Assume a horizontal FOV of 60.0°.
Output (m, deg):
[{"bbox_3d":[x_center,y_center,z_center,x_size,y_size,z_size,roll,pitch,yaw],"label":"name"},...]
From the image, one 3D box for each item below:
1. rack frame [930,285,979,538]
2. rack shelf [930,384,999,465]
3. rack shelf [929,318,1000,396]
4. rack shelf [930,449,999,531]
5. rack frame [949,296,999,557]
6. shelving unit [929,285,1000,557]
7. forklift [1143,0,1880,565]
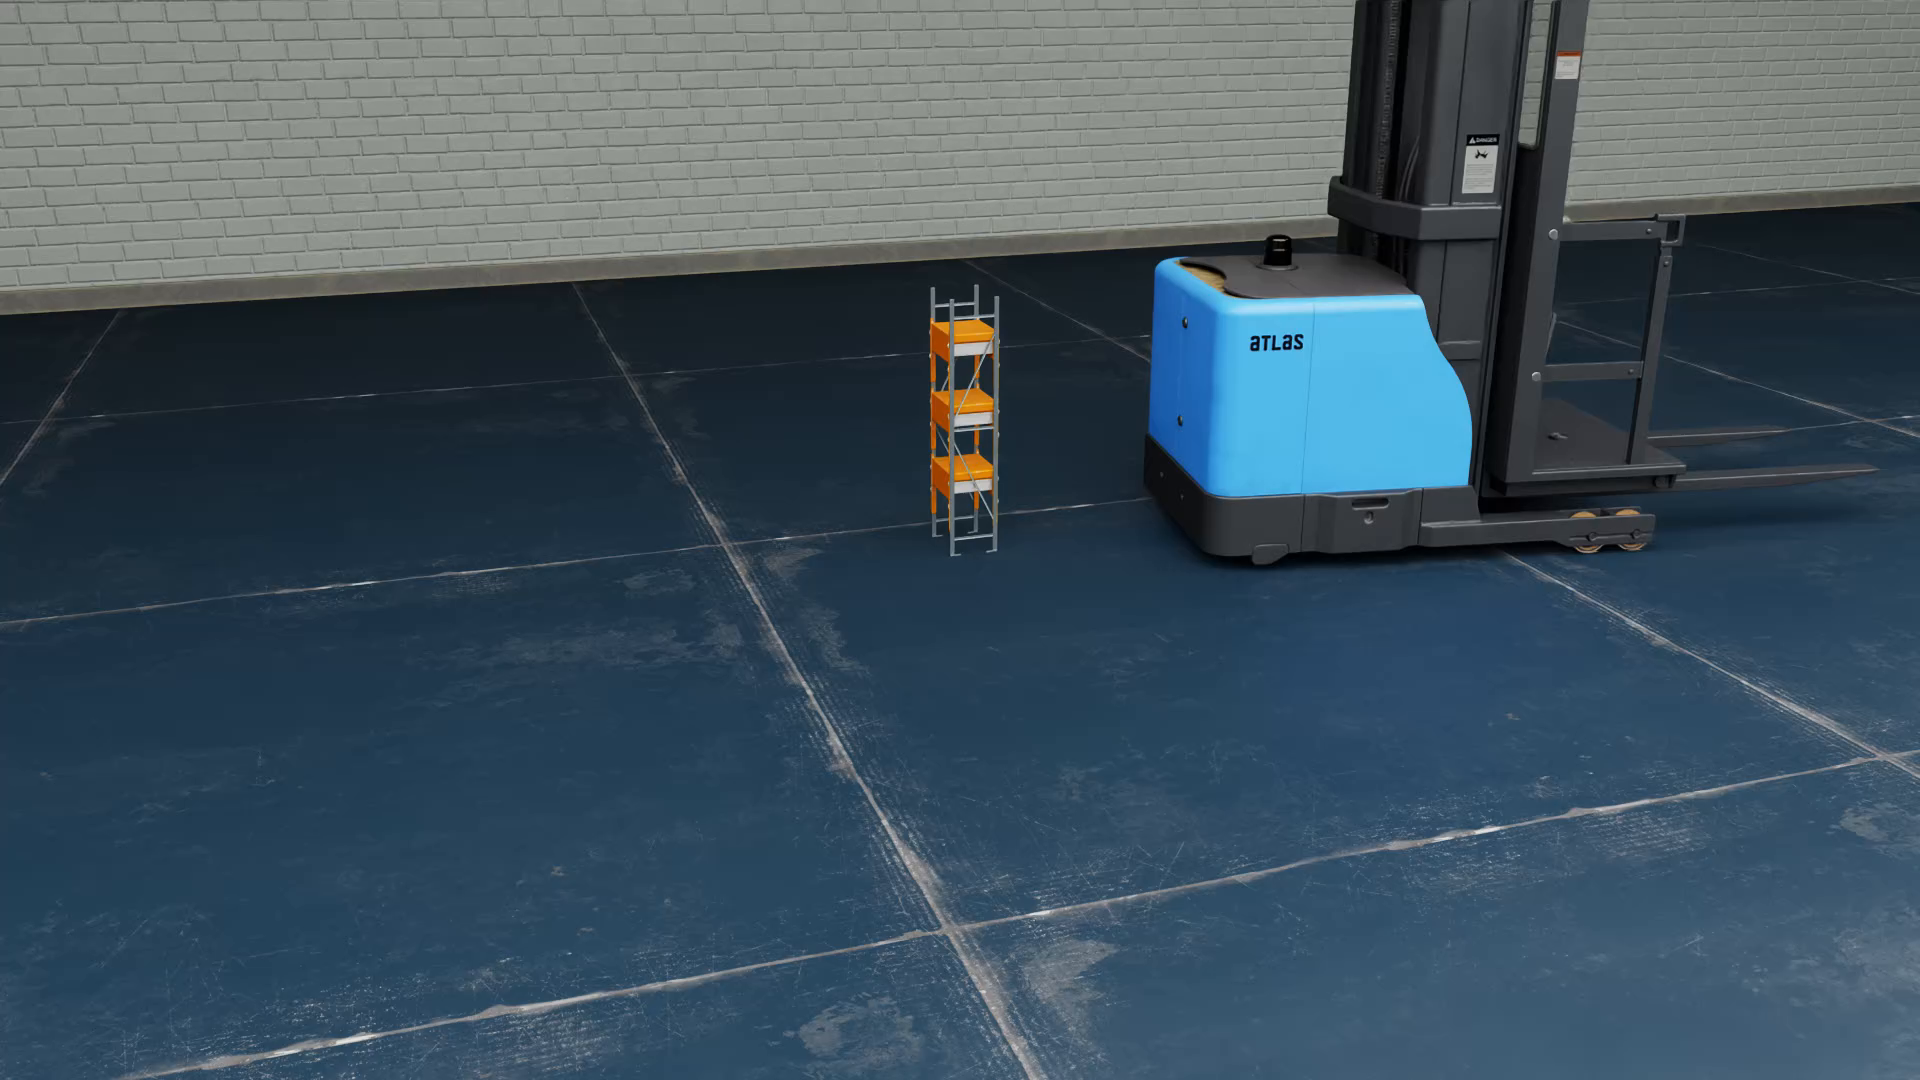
[{"bbox_3d":[-0.022,-0.516,6.800,0.200,1.050,0.008,-6,21,-17],"label":"rack frame"},{"bbox_3d":[0.017,-0.467,6.695,0.215,0.259,0.240,-6,21,-17],"label":"rack shelf"},{"bbox_3d":[0.017,-0.734,6.599,0.215,0.259,0.240,-6,21,-17],"label":"rack shelf"},{"bbox_3d":[0.017,-0.205,6.789,0.215,0.259,0.240,-6,21,-17],"label":"rack shelf"},{"bbox_3d":[0.055,-0.438,6.582,0.200,1.050,0.008,-6,21,-17],"label":"rack frame"},{"bbox_3d":[0.017,-0.477,6.691,0.215,1.050,0.252,-6,21,-17],"label":"shelving unit"},{"bbox_3d":[2.380,-1.498,6.752,3.031,2.935,1.130,-3,20,-9],"label":"forklift"}]
